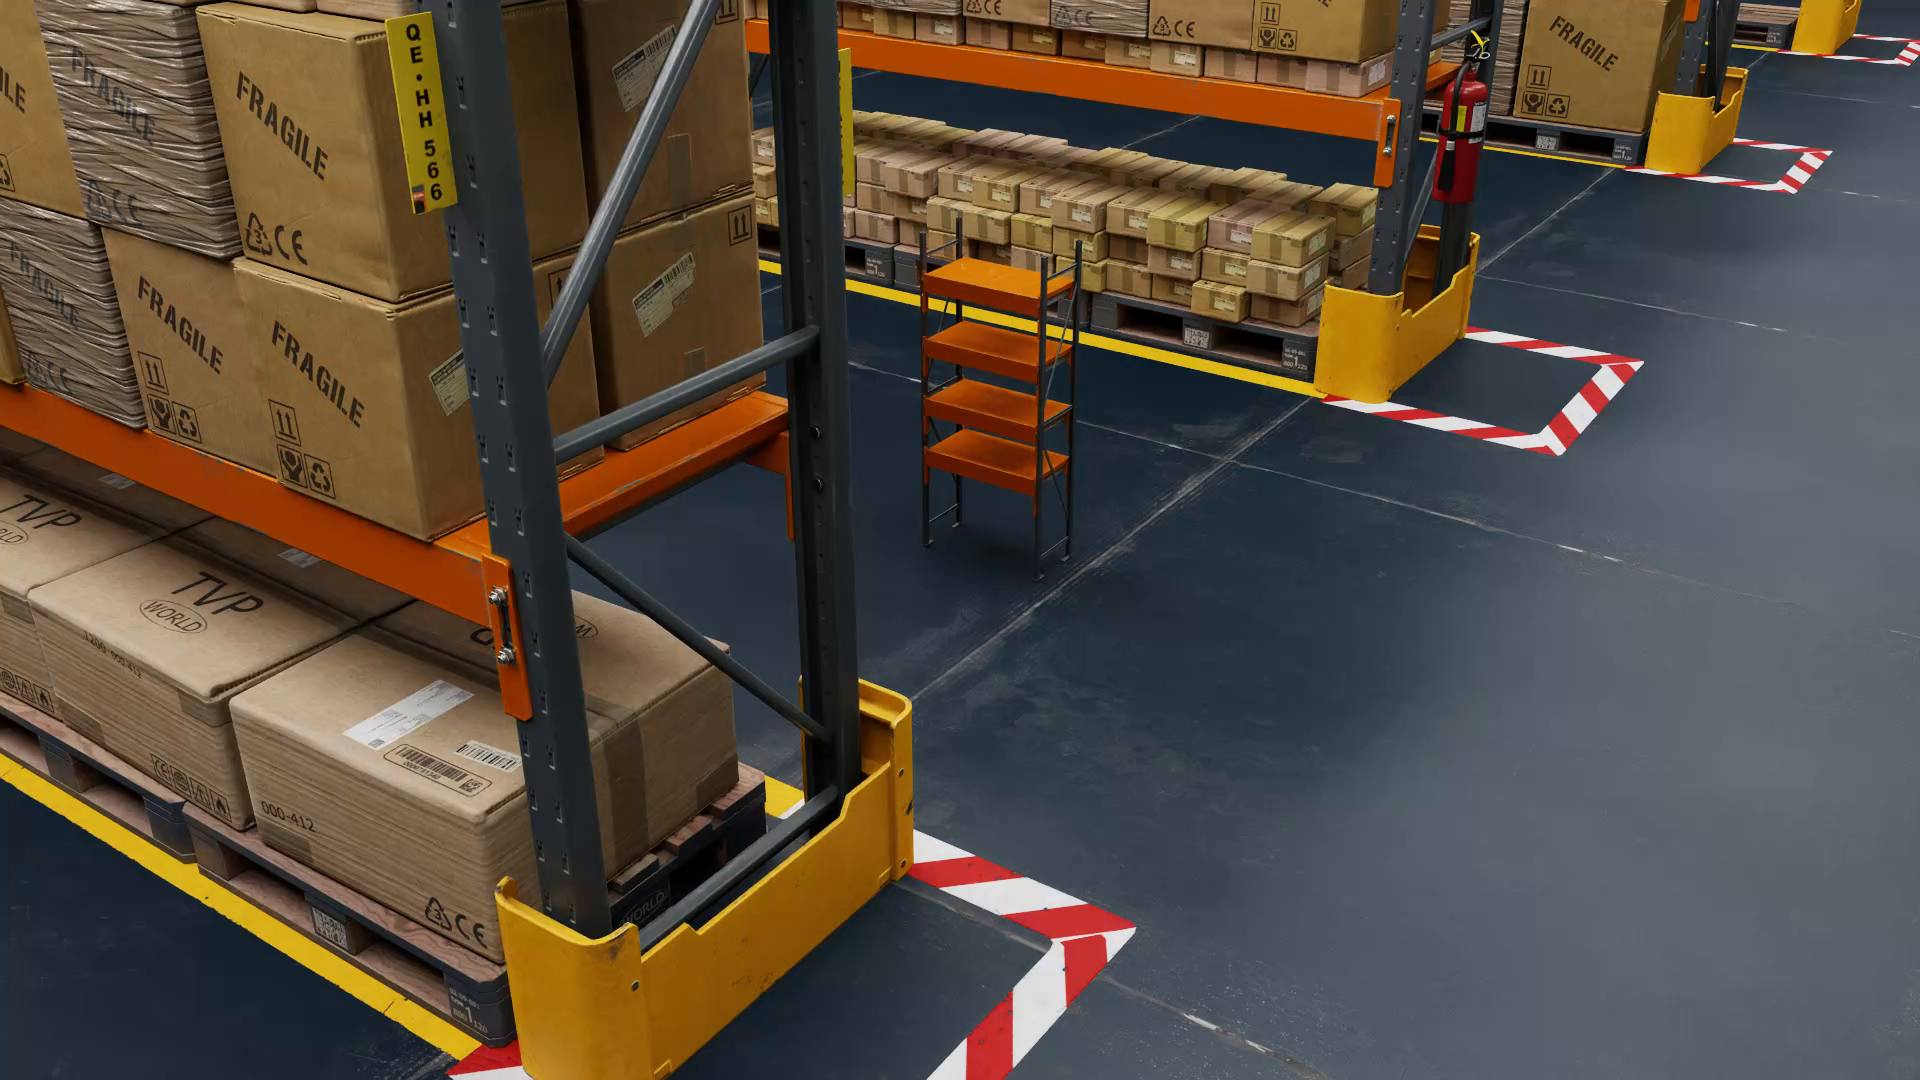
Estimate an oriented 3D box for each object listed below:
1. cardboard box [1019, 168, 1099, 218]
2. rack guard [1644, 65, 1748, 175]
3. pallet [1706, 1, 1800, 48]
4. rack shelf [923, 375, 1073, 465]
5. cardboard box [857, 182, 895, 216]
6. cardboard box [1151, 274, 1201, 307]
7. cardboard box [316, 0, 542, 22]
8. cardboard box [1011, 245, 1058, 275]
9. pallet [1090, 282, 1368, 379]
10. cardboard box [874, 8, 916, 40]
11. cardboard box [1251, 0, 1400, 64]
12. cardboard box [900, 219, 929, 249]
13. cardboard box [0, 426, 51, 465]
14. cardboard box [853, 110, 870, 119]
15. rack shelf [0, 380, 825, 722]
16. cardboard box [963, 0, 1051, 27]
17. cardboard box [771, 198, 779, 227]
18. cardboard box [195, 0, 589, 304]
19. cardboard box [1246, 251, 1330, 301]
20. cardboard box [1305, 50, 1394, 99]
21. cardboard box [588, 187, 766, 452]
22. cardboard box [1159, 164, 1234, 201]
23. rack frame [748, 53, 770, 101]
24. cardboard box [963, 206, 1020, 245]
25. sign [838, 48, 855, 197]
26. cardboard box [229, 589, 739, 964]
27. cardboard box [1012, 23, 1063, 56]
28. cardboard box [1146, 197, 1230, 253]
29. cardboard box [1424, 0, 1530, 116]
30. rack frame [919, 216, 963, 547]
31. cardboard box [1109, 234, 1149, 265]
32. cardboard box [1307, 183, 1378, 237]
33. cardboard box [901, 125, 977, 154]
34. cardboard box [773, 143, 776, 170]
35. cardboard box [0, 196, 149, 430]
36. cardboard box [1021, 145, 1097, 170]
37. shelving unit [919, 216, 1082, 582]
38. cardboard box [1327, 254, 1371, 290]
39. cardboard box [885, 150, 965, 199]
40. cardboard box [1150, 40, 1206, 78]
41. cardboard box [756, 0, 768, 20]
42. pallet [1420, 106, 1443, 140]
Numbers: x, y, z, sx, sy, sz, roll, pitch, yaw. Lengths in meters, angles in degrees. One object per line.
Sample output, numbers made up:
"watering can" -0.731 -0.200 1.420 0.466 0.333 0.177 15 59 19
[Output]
"cardboard box" 0.503 -1.753 8.411 0.250 0.149 0.380 16 31 29
"rack guard" 5.039 -2.885 11.368 0.348 0.500 1.175 17 32 30
"pallet" 7.166 -4.841 15.529 1.213 0.211 1.003 17 32 30
"rack shelf" 0.136 -0.432 5.925 0.480 0.148 0.258 17 32 30
"cardboard box" -0.350 -1.890 9.009 0.250 0.149 0.380 16 31 28
"cardboard box" 1.137 -1.279 8.137 0.250 0.149 0.380 17 32 30
"cardboard box" -1.001 -1.097 3.171 0.250 0.149 0.380 18 32 31
"cardboard box" 0.467 -1.458 8.487 0.250 0.149 0.380 18 32 31
"pallet" 1.415 -1.176 8.328 1.213 0.211 1.003 17 32 30
"cardboard box" -0.225 -2.649 8.424 0.250 0.149 0.380 18 32 31
"cardboard box" 1.612 -2.373 7.168 0.500 0.500 0.500 18 32 31
"cardboard box" -0.119 -1.692 8.948 0.250 0.149 0.380 16 31 28
"cardboard box" -3.432 -0.172 5.642 0.875 0.438 0.875 17 31 30
"cardboard box" -0.729 -2.392 9.667 0.250 0.149 0.380 18 32 32
"rack shelf" -2.240 -0.494 4.706 4.000 0.370 1.077 17 32 30
"cardboard box" 0.361 -2.766 7.940 0.500 0.500 0.500 19 33 33
"cardboard box" -0.832 -1.839 9.237 0.250 0.149 0.380 18 32 32
"cardboard box" -1.124 -0.826 3.352 0.500 0.500 0.500 18 32 32
"cardboard box" 1.531 -1.255 7.761 0.250 0.149 0.380 16 31 29
"cardboard box" 1.699 -2.043 7.235 0.250 0.149 0.380 17 32 30
"cardboard box" -0.825 -0.576 3.964 0.500 0.500 0.500 17 32 30
"cardboard box" 1.206 -1.792 8.488 0.250 0.149 0.380 16 31 28
"rack frame" -1.170 -3.204 9.239 0.127 3.000 1.000 17 32 30
"cardboard box" 0.224 -1.649 8.536 0.250 0.149 0.380 18 32 31
"sign" -0.272 -0.928 3.724 0.005 0.325 0.100 17 32 30
"cardboard box" -1.192 0.522 4.279 0.875 0.438 0.875 16 31 29
"cardboard box" 0.459 -2.469 8.071 0.250 0.149 0.380 18 32 31
"cardboard box" 1.088 -1.505 7.925 0.250 0.149 0.380 17 31 29
"cardboard box" 3.696 -3.614 11.924 0.875 0.875 0.875 17 32 30
"rack frame" -0.065 -0.555 6.017 0.015 1.200 0.240 17 32 30
"cardboard box" 0.938 -1.495 8.234 0.250 0.149 0.380 17 31 30
"cardboard box" 1.888 -1.620 8.151 0.250 0.149 0.380 16 31 28
"cardboard box" -0.117 -2.184 9.259 0.250 0.149 0.380 18 32 32
"cardboard box" -0.809 -2.127 9.147 0.250 0.149 0.380 19 33 33
"cardboard box" -1.974 -0.633 4.076 0.500 0.500 0.500 18 32 32
"cardboard box" 0.531 -1.980 8.857 0.250 0.149 0.380 17 32 30
"shelving unit" 0.136 -0.492 5.894 0.503 1.200 0.258 17 32 30
"cardboard box" 1.877 -1.348 8.272 0.250 0.149 0.380 18 32 31
"cardboard box" -0.182 -1.926 8.752 0.250 0.149 0.380 18 32 31
"cardboard box" 1.076 -2.237 7.615 0.250 0.149 0.380 18 32 32
"cardboard box" -0.866 -2.859 8.837 0.250 0.149 0.380 18 32 32
"pallet" 3.314 -3.252 12.408 1.213 0.211 1.003 17 32 30
